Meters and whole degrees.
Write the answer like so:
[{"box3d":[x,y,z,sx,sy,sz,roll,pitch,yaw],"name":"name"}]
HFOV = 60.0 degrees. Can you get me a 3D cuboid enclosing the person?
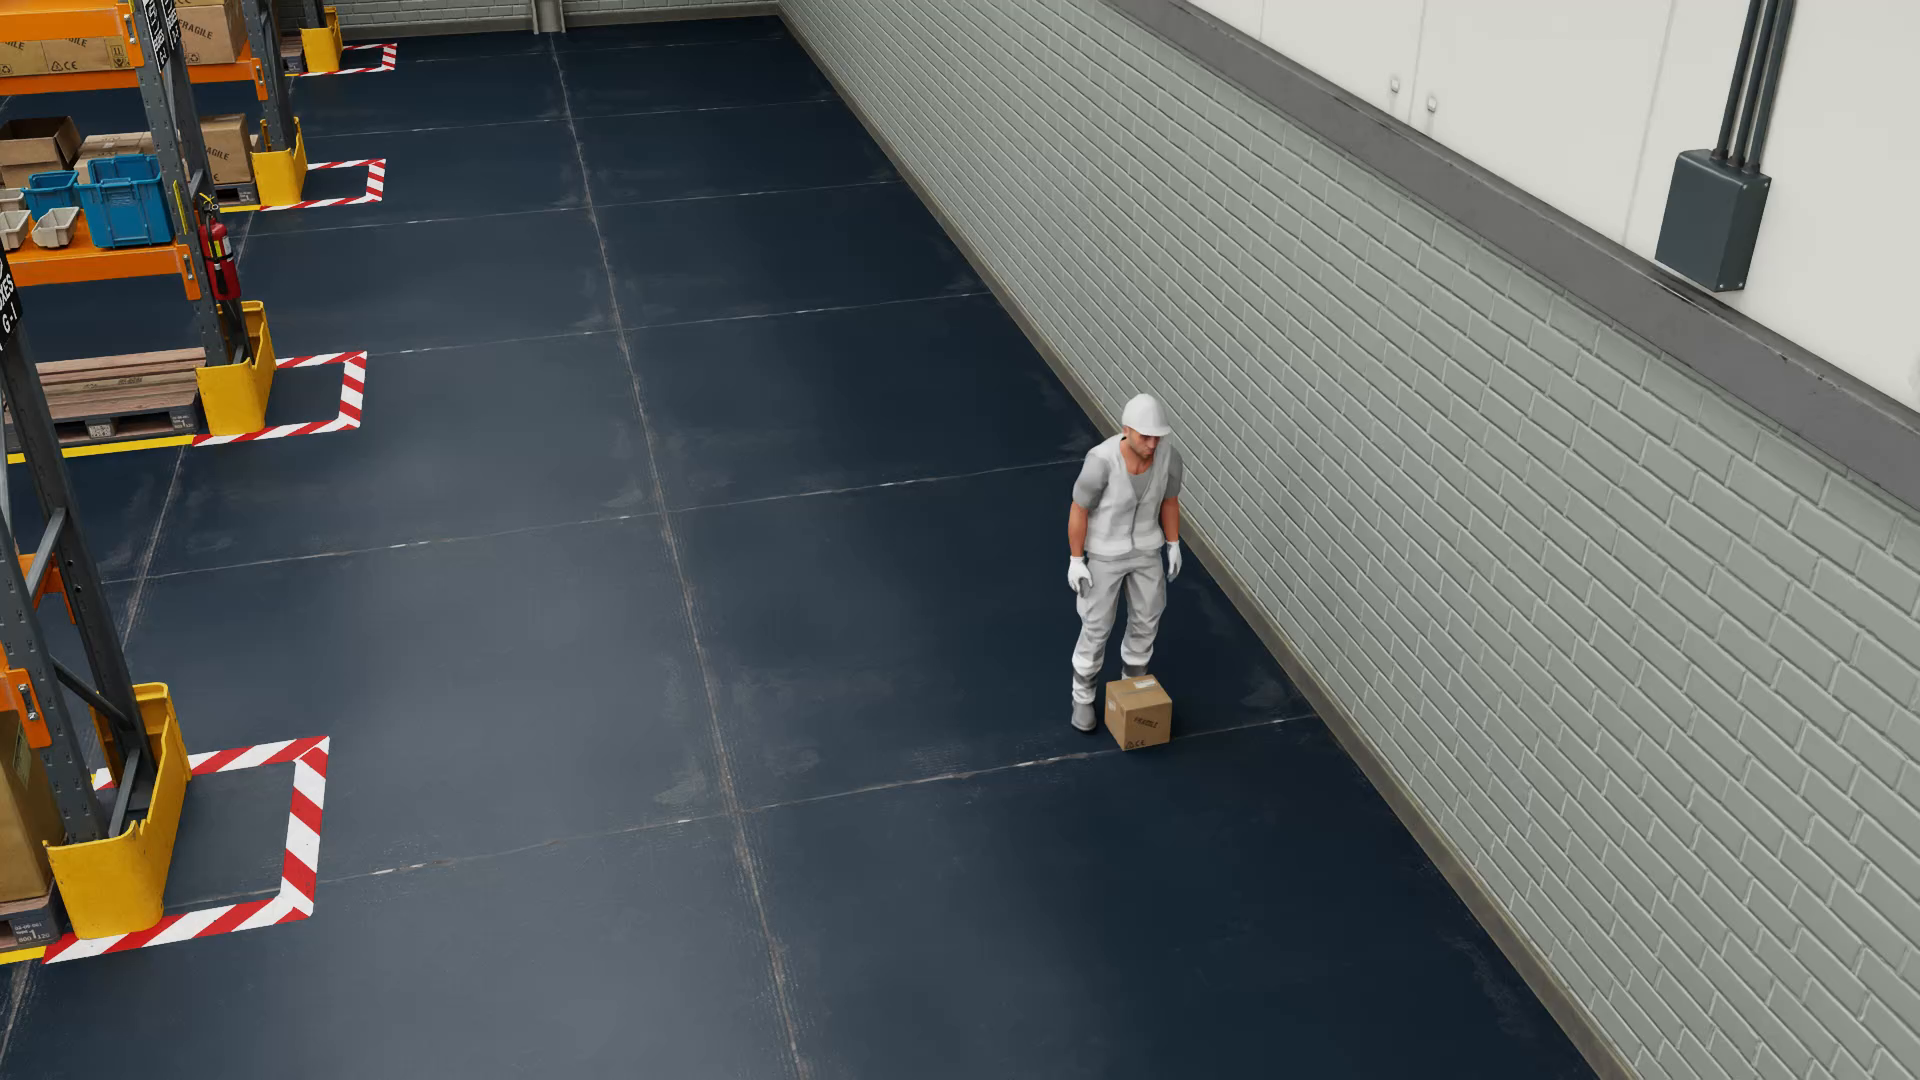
[{"box3d":[0.807,0.090,8.073,0.606,1.777,0.454,-9,31,-15],"name":"person"}]
